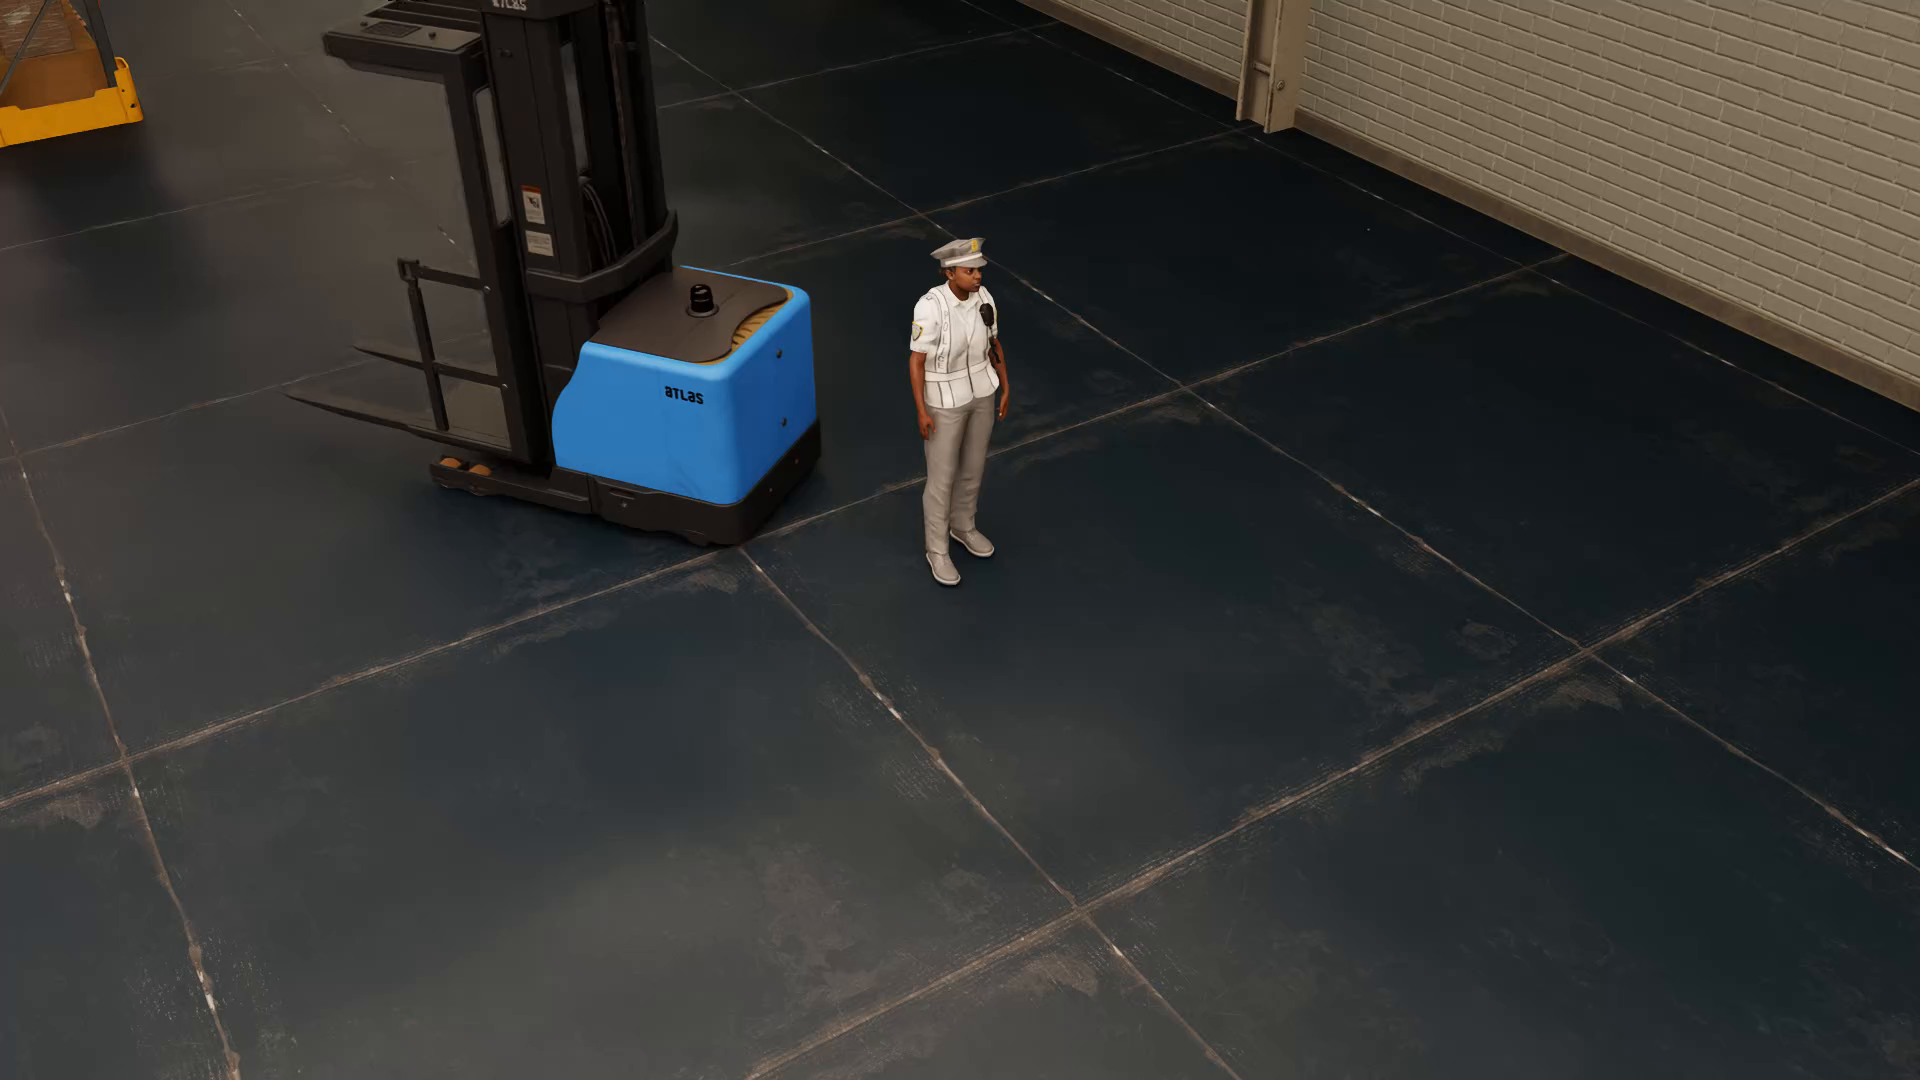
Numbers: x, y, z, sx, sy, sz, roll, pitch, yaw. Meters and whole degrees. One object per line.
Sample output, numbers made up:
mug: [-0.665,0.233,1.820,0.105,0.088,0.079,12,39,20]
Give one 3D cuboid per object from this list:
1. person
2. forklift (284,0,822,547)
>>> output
person: [0.025,-0.656,8.146,0.570,1.694,0.528,-21,40,-27]
forklift: [-2.338,-1.704,8.573,3.031,2.935,1.130,13,37,18]
